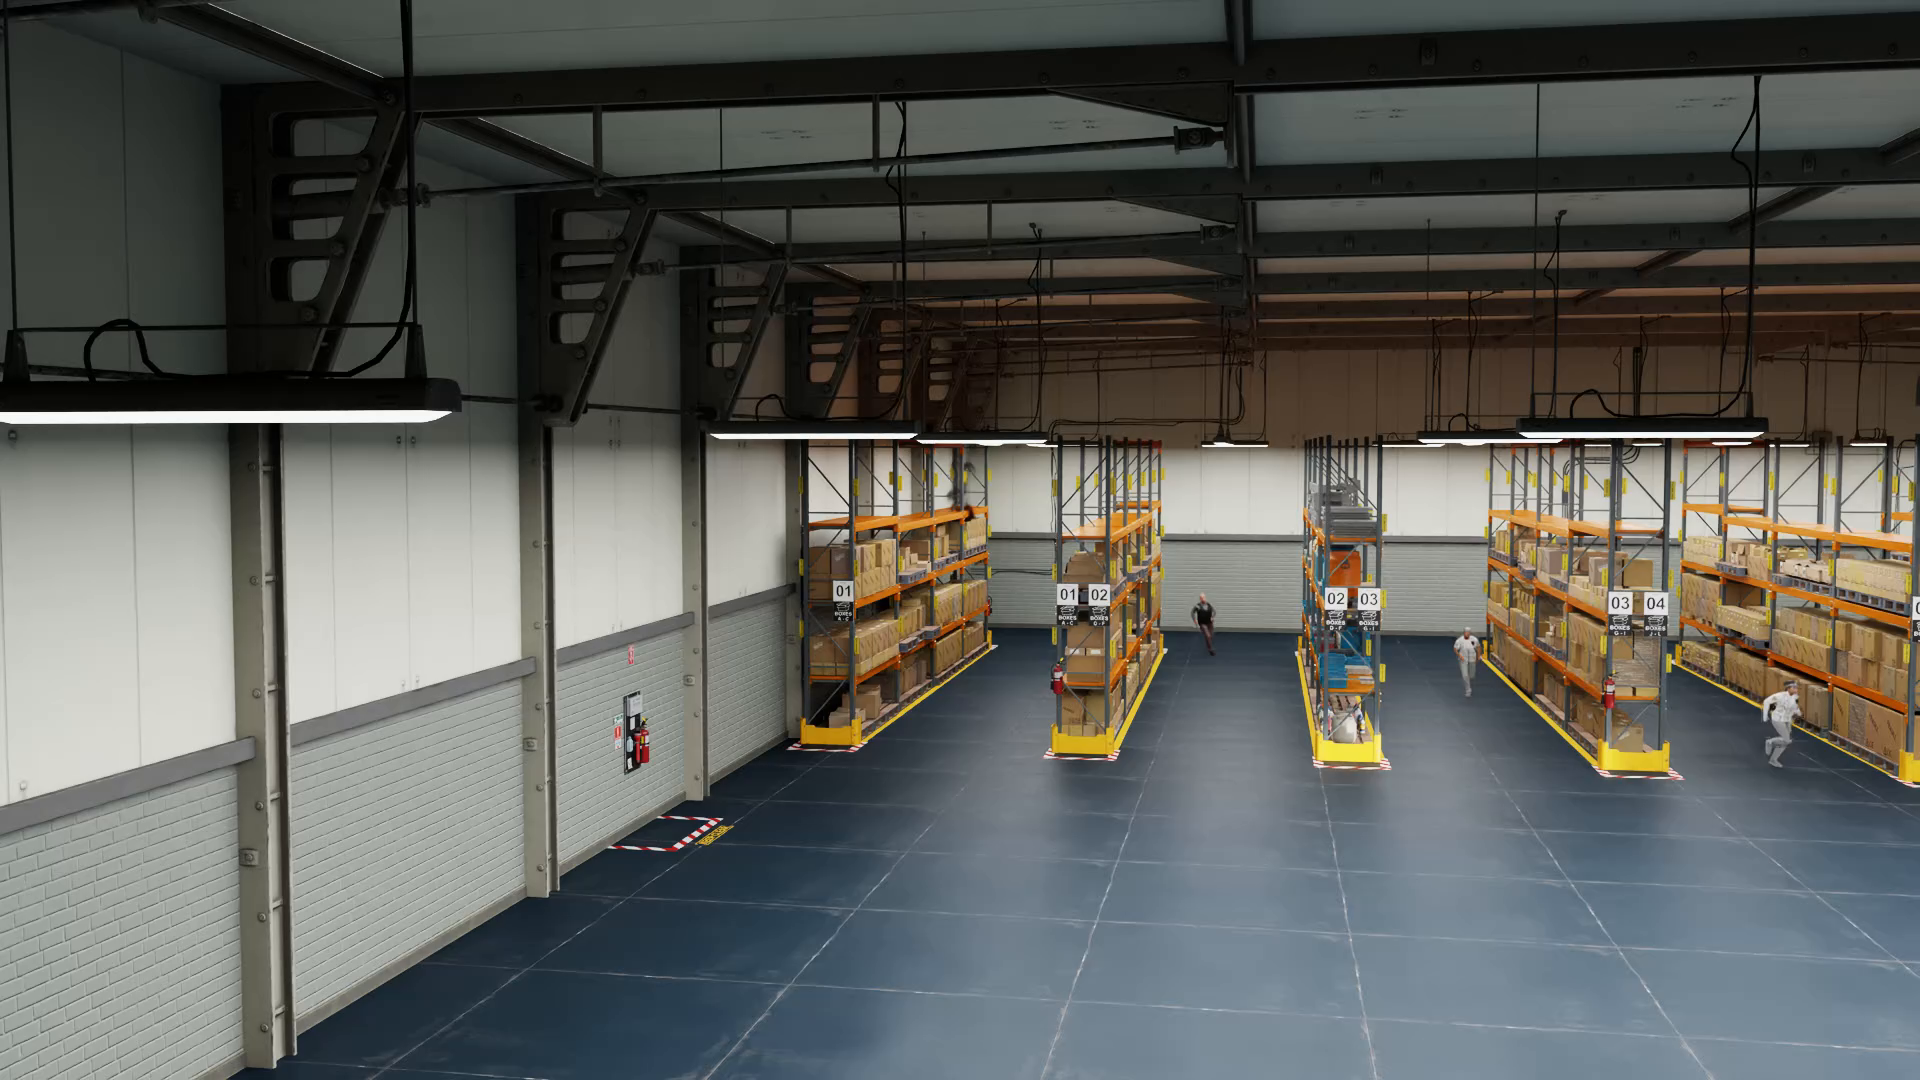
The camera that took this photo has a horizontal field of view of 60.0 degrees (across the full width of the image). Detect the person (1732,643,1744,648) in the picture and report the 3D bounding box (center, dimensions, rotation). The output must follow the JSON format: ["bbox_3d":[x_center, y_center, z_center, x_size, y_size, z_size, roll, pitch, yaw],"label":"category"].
[{"bbox_3d":[21.155,2.437,45.033,0.703,1.715,0.521,0,3,-7],"label":"person"}]

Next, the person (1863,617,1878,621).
[{"bbox_3d":[24.923,2.414,45.112,0.918,1.761,0.712,0,3,-1],"label":"person"}]

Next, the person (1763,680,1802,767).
[{"bbox_3d":[14.895,3.303,30.059,0.604,1.616,0.669,-1,3,-24],"label":"person"}]

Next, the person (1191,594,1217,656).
[{"bbox_3d":[6.830,2.357,46.498,0.738,1.701,0.858,-1,3,-12],"label":"person"}]

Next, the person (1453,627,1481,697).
[{"bbox_3d":[11.860,2.841,38.909,0.631,1.631,0.672,0,3,7],"label":"person"}]
